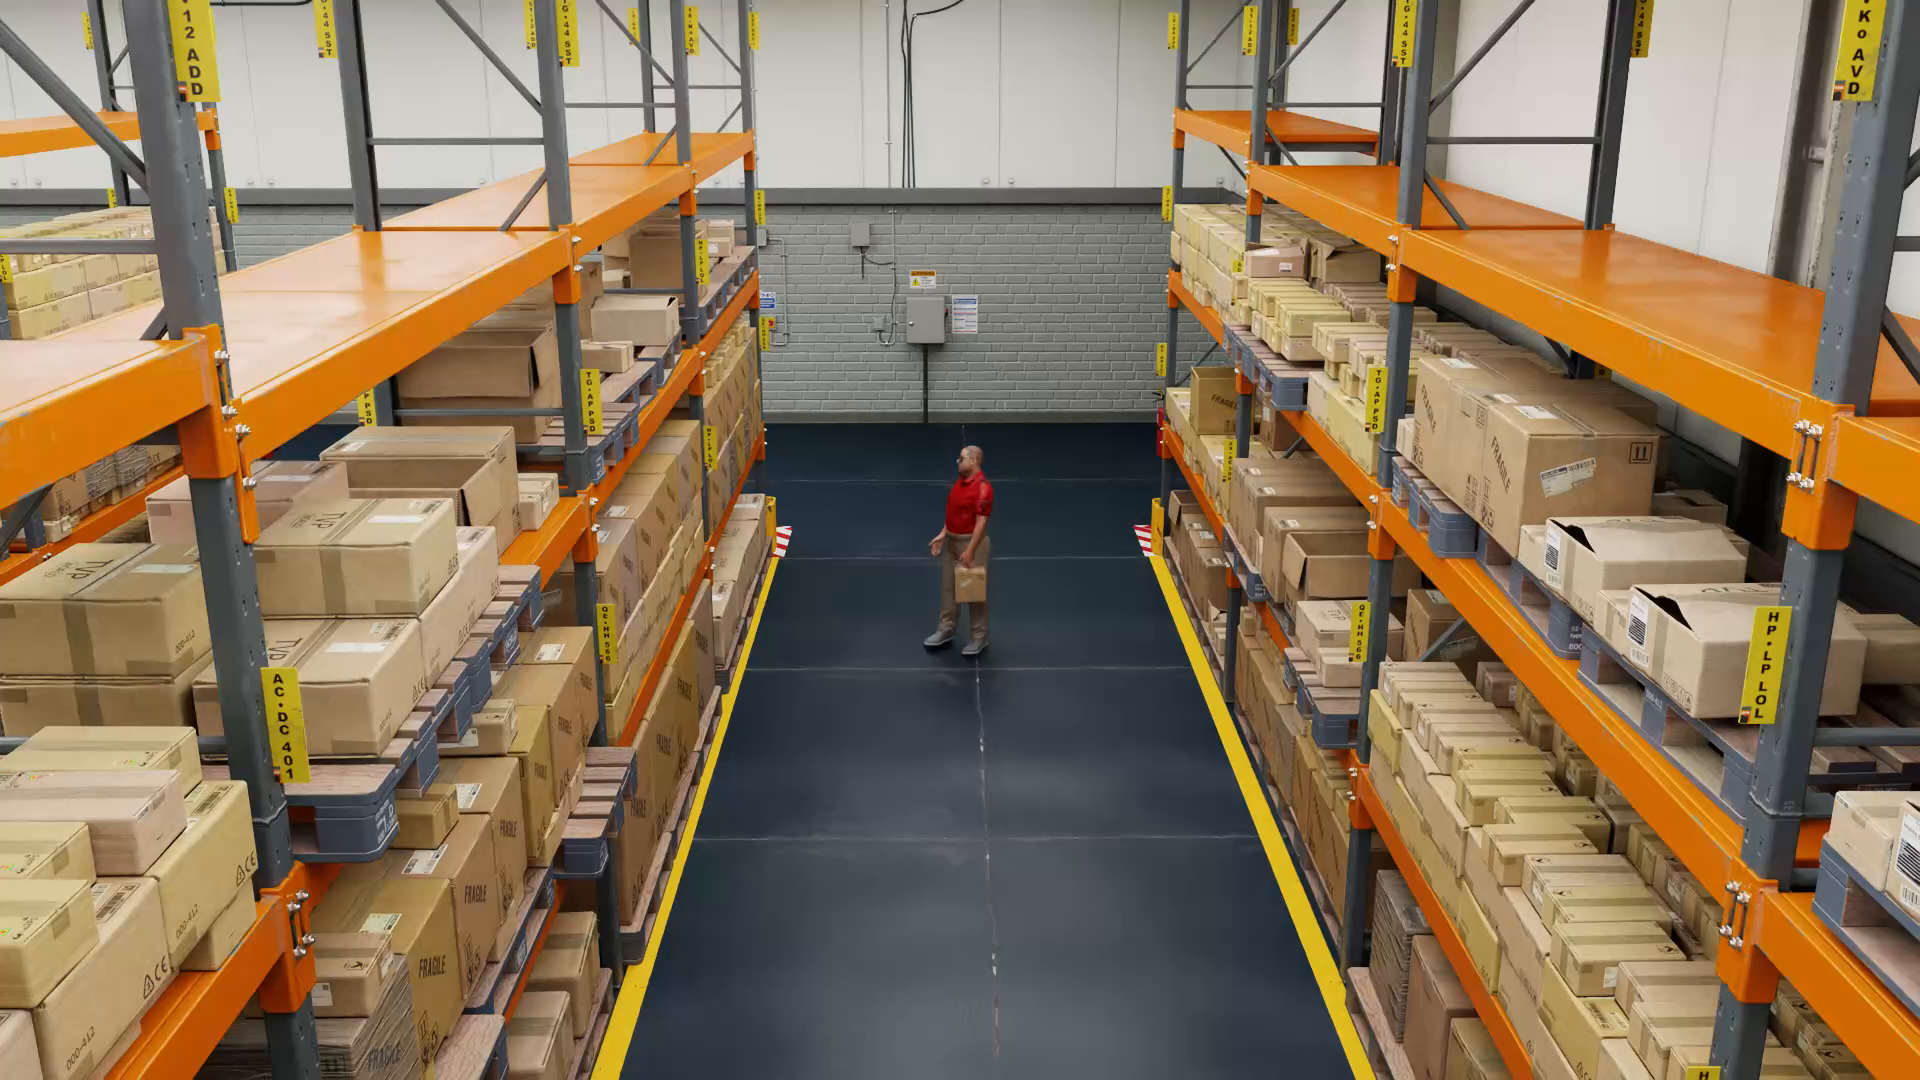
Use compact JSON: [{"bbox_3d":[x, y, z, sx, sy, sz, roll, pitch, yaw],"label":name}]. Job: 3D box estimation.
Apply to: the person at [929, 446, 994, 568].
[{"bbox_3d":[0.042,-0.274,13.740,0.428,0.997,0.532,-10,20,-30],"label":"person"}]
